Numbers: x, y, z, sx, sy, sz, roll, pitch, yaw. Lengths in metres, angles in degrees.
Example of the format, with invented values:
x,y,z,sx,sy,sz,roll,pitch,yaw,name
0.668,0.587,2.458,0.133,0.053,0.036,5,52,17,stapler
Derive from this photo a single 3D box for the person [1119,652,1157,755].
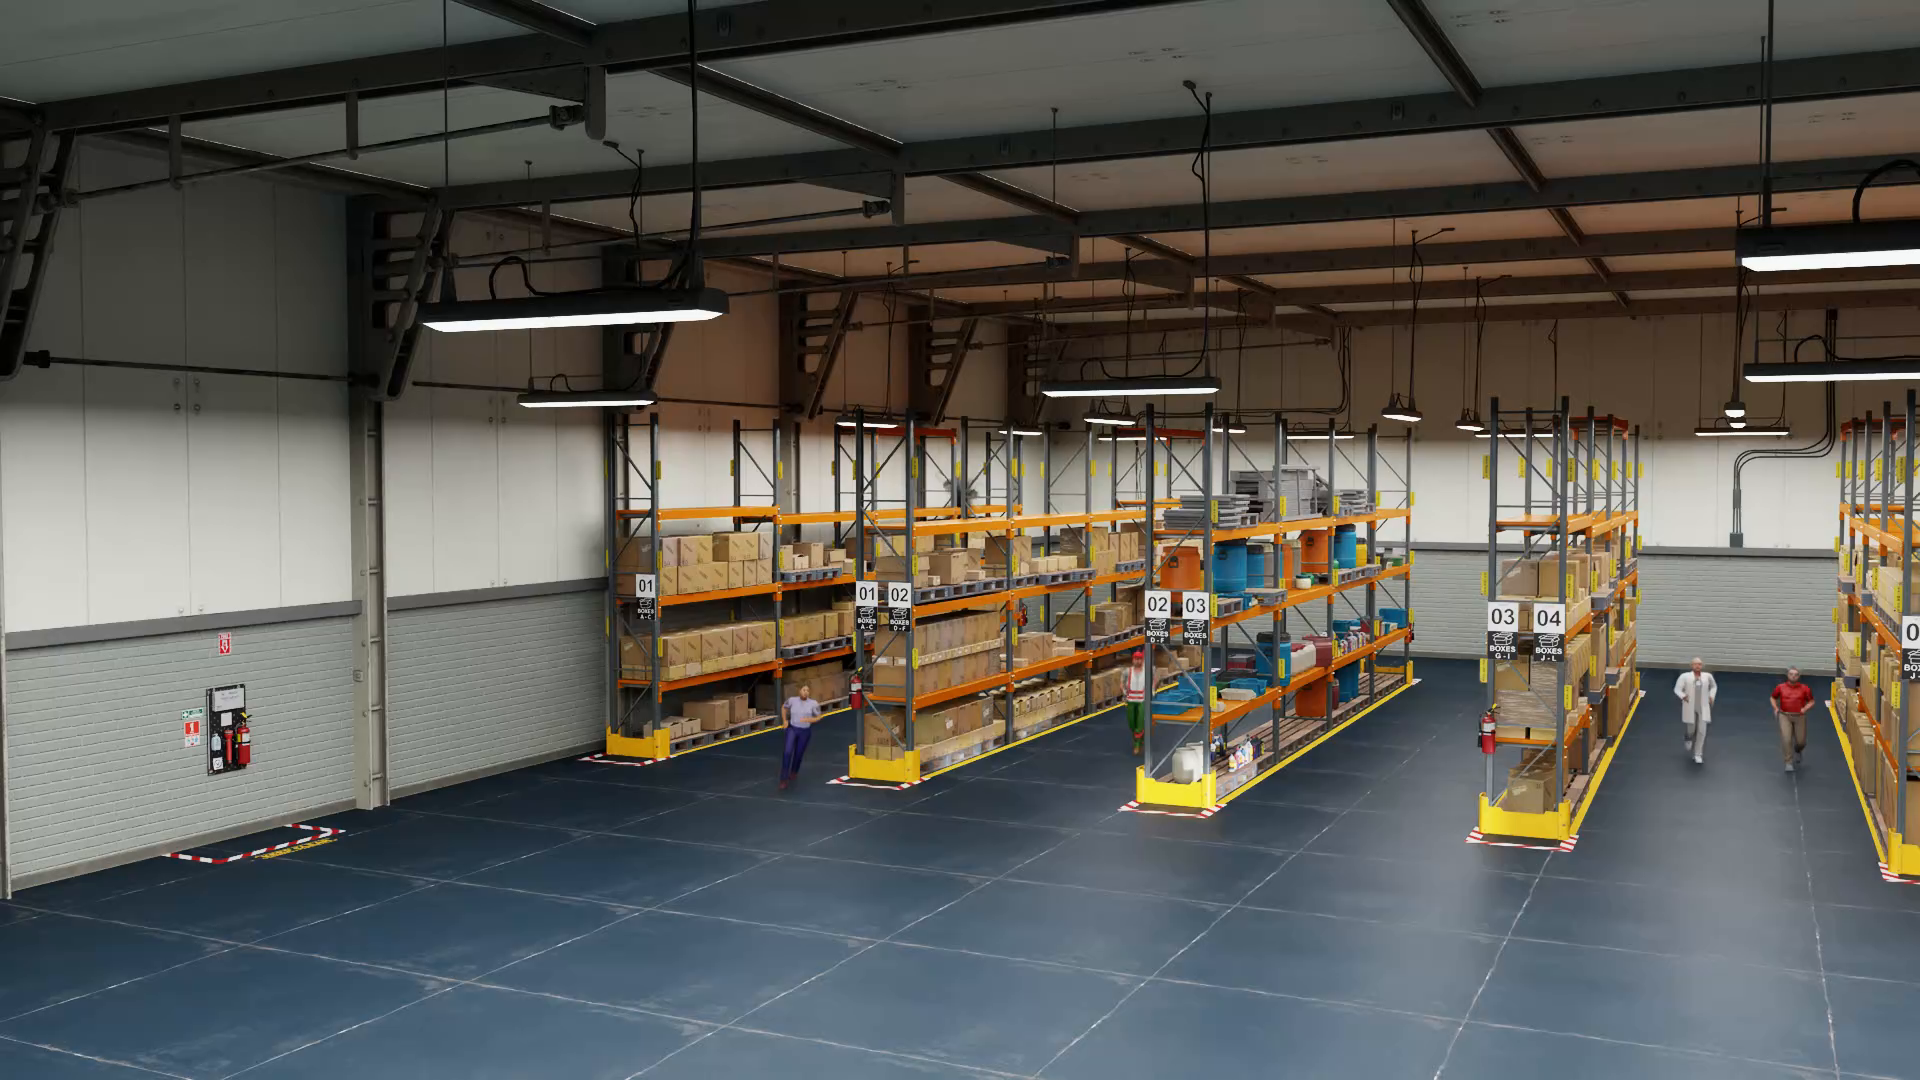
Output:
x,y,z,sx,sy,sz,roll,pitch,yaw,name
3.151,2.866,29.480,0.656,1.778,0.940,0,2,11,person

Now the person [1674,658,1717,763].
x,y,z,sx,sy,sz,roll,pitch,yaw,name
12.702,2.917,28.688,0.709,1.759,0.945,1,2,15,person

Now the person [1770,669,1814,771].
x,y,z,sx,sy,sz,roll,pitch,yaw,name
13.901,2.989,27.790,0.670,1.681,0.740,1,3,25,person

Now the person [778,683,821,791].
x,y,z,sx,sy,sz,roll,pitch,yaw,name
-2.538,3.086,26.392,0.673,1.640,0.898,0,2,-5,person
